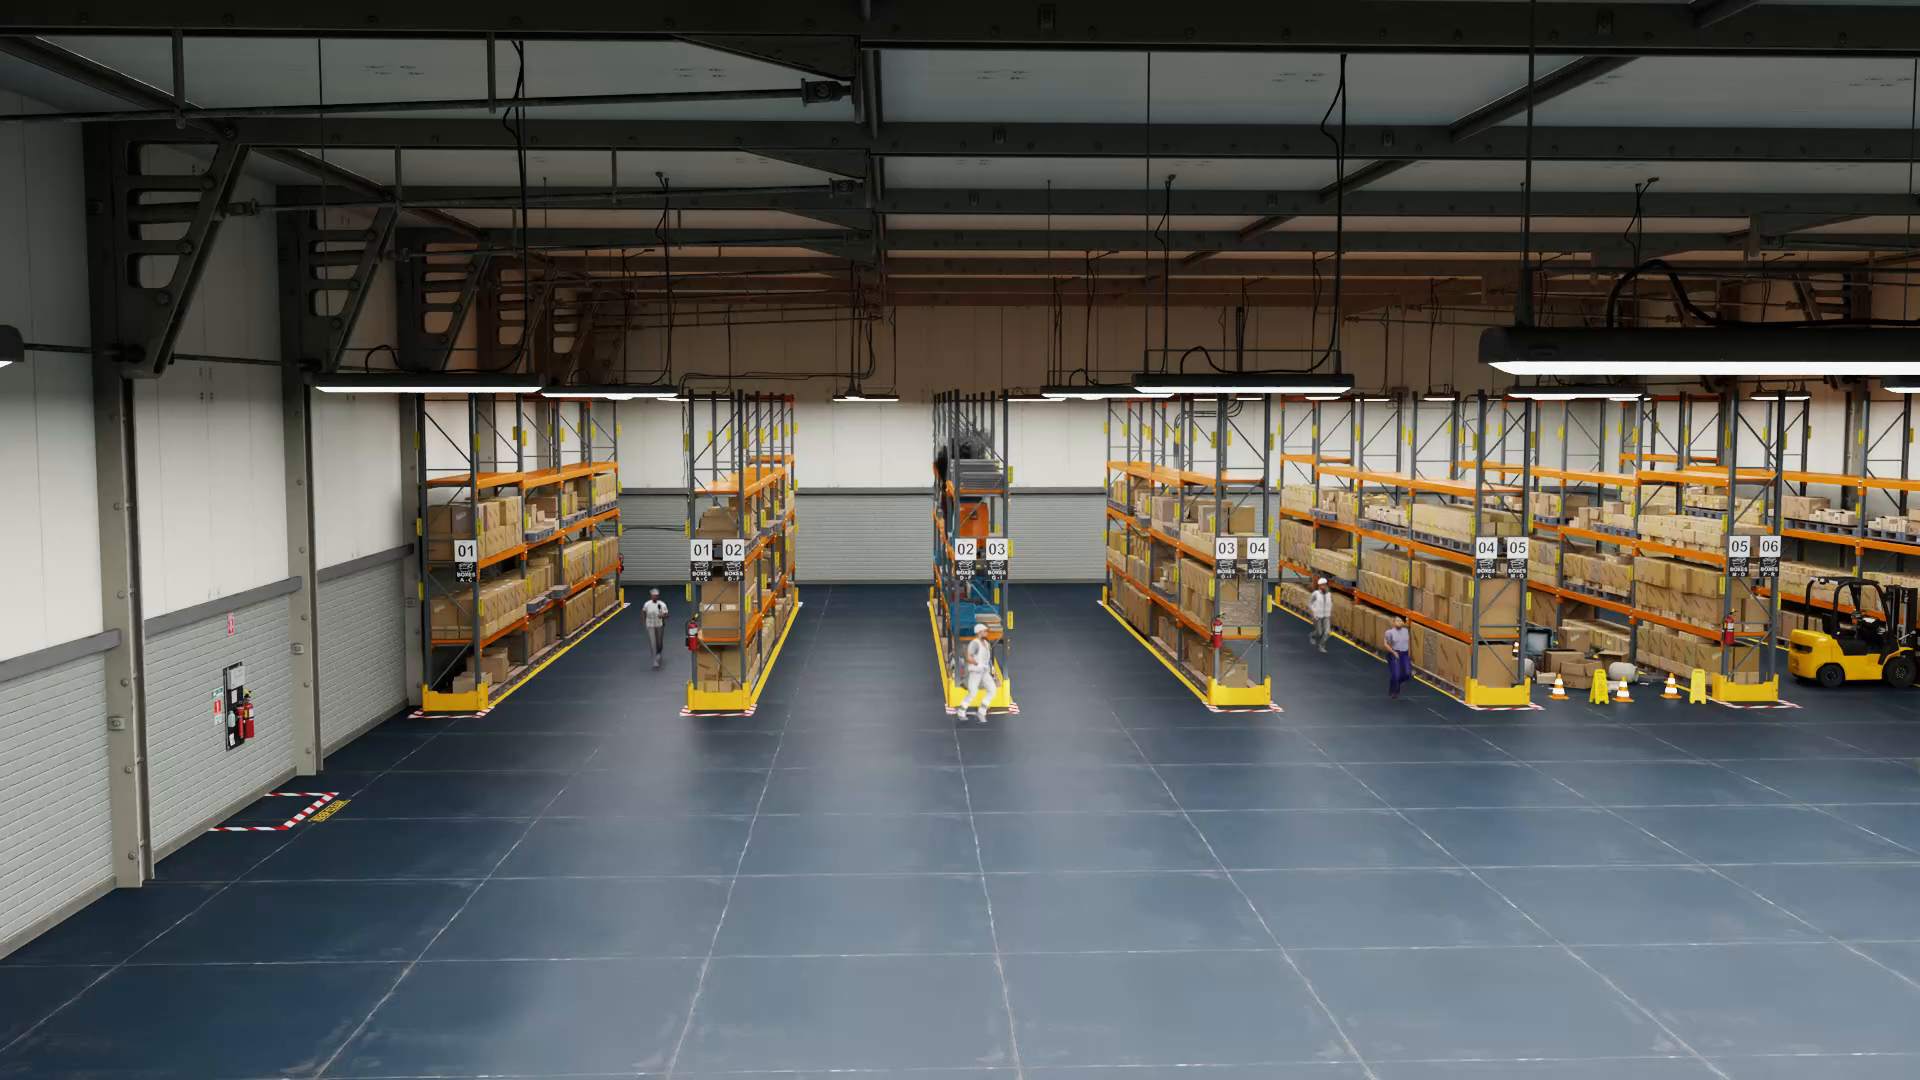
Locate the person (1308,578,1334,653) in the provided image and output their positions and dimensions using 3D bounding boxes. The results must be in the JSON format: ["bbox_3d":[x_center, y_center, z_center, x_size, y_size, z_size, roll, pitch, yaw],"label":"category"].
[{"bbox_3d":[8.342,1.733,38.469,0.647,1.727,0.637,-1,5,-10],"label":"person"}]

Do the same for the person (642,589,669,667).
[{"bbox_3d":[-6.667,1.894,36.388,0.576,1.678,0.911,-1,5,-11],"label":"person"}]

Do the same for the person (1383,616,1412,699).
[{"bbox_3d":[8.550,2.285,32.391,0.596,1.610,0.507,-1,5,-11],"label":"person"}]

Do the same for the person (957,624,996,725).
[{"bbox_3d":[0.348,2.405,29.956,0.675,1.782,0.711,4,6,37],"label":"person"}]
